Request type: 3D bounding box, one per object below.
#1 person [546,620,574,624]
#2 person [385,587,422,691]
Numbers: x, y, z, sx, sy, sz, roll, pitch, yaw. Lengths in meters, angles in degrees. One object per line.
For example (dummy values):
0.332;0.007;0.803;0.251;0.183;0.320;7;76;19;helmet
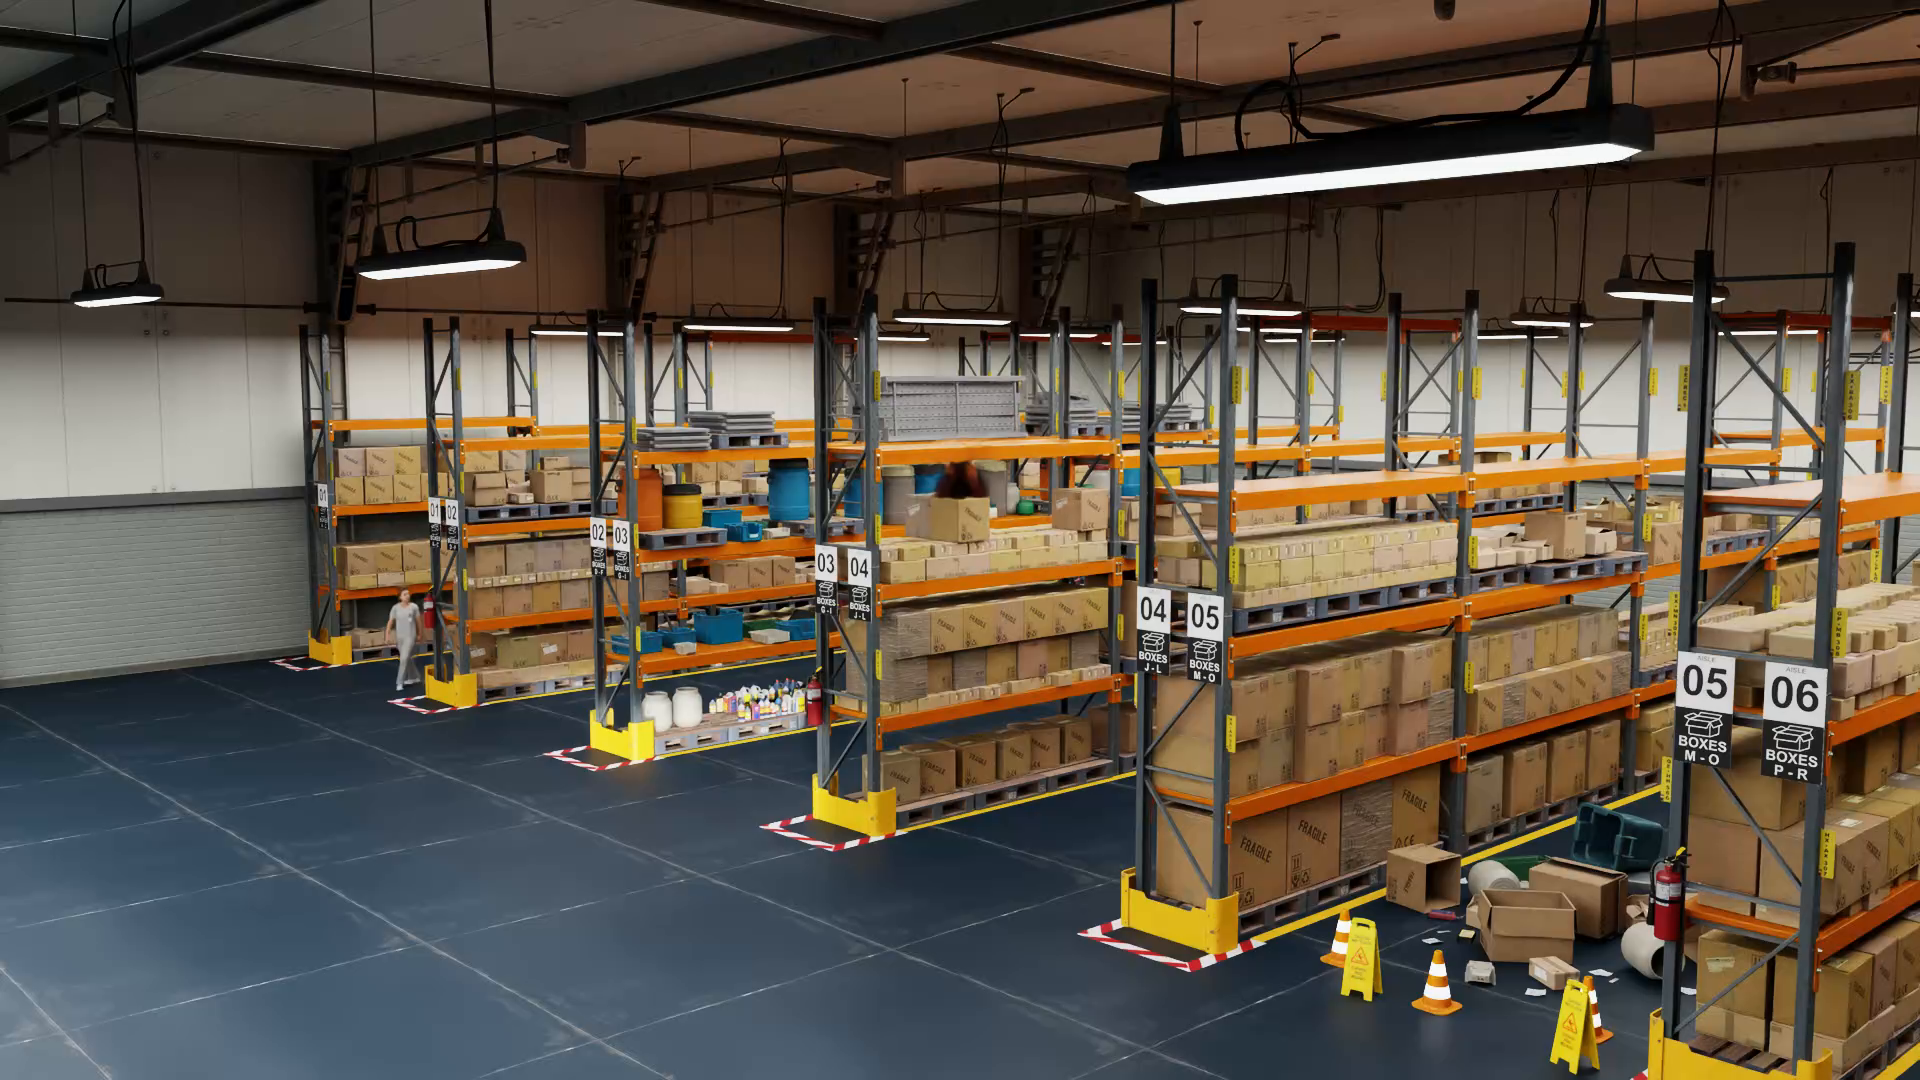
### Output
-7.518;1.165;31.372;0.647;1.679;1.041;5;8;41;person
-9.098;1.607;27.273;0.465;1.681;0.625;1;6;11;person
